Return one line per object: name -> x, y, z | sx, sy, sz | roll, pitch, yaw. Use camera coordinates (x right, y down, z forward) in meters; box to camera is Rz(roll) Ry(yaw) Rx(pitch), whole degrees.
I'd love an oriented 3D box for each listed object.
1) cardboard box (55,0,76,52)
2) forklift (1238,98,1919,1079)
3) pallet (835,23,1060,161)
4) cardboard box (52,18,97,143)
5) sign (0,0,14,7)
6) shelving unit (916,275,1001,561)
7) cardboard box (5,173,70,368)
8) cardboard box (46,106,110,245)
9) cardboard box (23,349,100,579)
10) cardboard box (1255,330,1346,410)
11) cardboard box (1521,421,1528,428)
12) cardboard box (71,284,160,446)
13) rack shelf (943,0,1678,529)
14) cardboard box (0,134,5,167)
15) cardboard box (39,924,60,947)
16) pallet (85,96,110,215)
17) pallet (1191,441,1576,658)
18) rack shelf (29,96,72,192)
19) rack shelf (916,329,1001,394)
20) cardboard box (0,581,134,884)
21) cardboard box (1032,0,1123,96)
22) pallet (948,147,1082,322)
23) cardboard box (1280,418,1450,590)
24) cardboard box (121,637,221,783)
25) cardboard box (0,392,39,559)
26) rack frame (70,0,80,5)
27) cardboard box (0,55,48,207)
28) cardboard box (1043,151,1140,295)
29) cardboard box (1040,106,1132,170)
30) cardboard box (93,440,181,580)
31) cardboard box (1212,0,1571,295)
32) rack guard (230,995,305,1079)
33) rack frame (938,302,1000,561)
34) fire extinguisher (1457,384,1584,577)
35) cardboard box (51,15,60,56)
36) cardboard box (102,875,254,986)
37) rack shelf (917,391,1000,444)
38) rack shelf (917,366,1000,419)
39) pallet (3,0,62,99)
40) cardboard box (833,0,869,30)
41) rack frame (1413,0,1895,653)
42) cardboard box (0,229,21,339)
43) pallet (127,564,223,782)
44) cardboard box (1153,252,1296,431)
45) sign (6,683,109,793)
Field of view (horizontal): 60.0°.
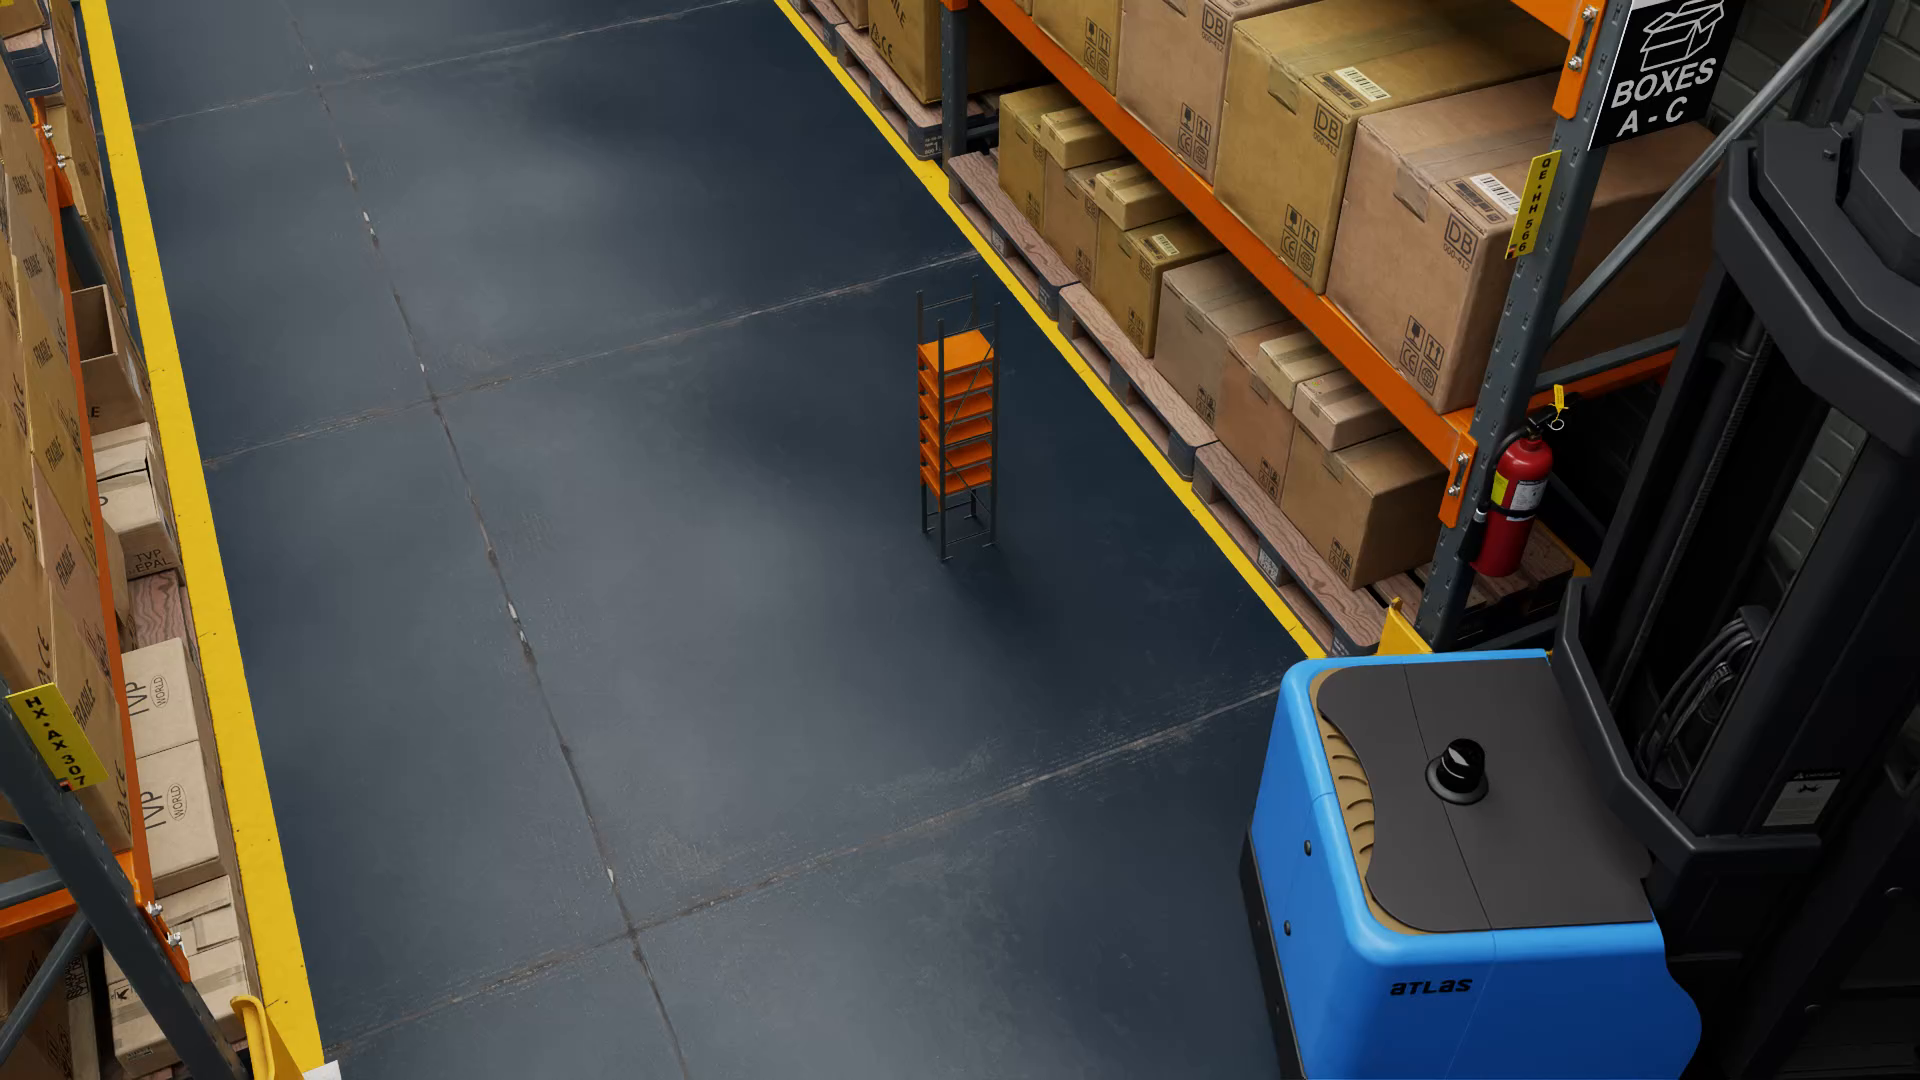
cardboard box -> -5.183, -2.942, 9.062 | 0.500, 0.500, 0.500 | -16, 47, -16
forklift -> 2.464, 0.348, 4.310 | 3.031, 2.935, 1.130 | -2, 45, -2
pallet -> -0.008, -2.595, 9.229 | 1.003, 0.211, 1.213 | -18, 47, -17
cardboard box -> -4.740, -2.279, 8.391 | 0.500, 0.500, 0.500 | -20, 48, -19
sign -> -3.619, -2.126, 6.152 | 0.100, 0.325, 0.005 | -18, 47, -17
shelving unit -> -0.006, -0.436, 6.338 | 0.258, 1.200, 0.189 | -18, 47, -17
cardboard box -> -3.229, -0.790, 5.344 | 0.500, 0.500, 0.500 | -17, 47, -17
cardboard box -> -4.324, -1.636, 7.739 | 0.500, 0.500, 0.500 | -17, 47, -17
cardboard box -> -2.803, -0.148, 4.693 | 0.500, 0.500, 0.500 | -18, 47, -18
cardboard box -> 1.355, -0.666, 6.309 | 0.380, 0.149, 0.250 | -17, 47, -16
cardboard box -> 1.916, -0.455, 6.095 | 0.380, 0.149, 0.250 | -18, 47, -17
cardboard box -> -3.611, -0.640, 6.729 | 0.500, 0.500, 0.500 | -18, 47, -17
rack shelf -> 1.226, -1.587, 6.735 | 1.077, 0.370, 4.000 | -18, 47, -17
cardboard box -> -3.442, -1.472, 5.324 | 0.500, 0.500, 0.500 | -19, 48, -18
cardboard box -> -2.967, 1.190, 5.112 | 0.380, 0.166, 0.250 | -18, 47, -17
pallet -> -5.001, -1.945, 8.571 | 1.003, 0.211, 1.213 | -18, 47, -17
pallet -> 1.660, -0.062, 6.663 | 1.003, 0.211, 1.213 | -18, 47, -17
rack shelf -> -4.949, -2.671, 7.833 | 1.077, 0.370, 4.000 | -18, 47, -17
rack shelf -> -0.006, -0.661, 6.116 | 0.258, 0.103, 0.180 | -18, 47, -17
cardboard box -> -2.373, 0.500, 4.036 | 0.500, 0.500, 0.500 | -17, 47, -17
cardboard box -> 0.901, -2.407, 6.840 | 0.980, 0.700, 0.700 | -19, 48, -18
pallet -> 0.634, -1.617, 8.239 | 1.003, 0.211, 1.213 | -18, 47, -17
cardboard box -> 1.682, -0.245, 6.343 | 0.700, 0.500, 0.500 | -18, 47, -17
cardboard box -> -2.817, 0.651, 5.599 | 0.500, 0.250, 0.500 | -18, 47, -17
cardboard box -> -2.600, -0.186, 4.020 | 0.500, 0.500, 0.500 | -18, 47, -17
rack frame -> -5.790, -4.201, 8.872 | 1.000, 3.000, 0.127 | -18, 47, -17
cardboard box -> -3.665, -1.445, 6.008 | 0.500, 0.500, 0.500 | -17, 47, -17
cardboard box -> 0.815, -1.549, 7.665 | 0.700, 0.500, 0.500 | -18, 48, -18
cardboard box -> 0.585, -1.829, 7.487 | 0.380, 0.149, 0.250 | -17, 47, -16
cardboard box -> -3.295, -0.095, 6.311 | 0.500, 0.311, 0.500 | -18, 47, -17
cardboard box -> 1.528, -1.458, 5.878 | 0.980, 0.700, 0.700 | -18, 48, -18
rack guard -> -2.458, 1.738, 4.633 | 1.175, 0.500, 0.348 | -18, 47, -17
rack frame -> 0.032, -0.378, 6.279 | 0.240, 1.200, 0.006 | -18, 47, -17
fire extinguisher -> 1.712, -0.176, 5.113 | 0.296, 0.674, 0.183 | -18, 47, -17
cardboard box -> -4.722, -2.523, 8.104 | 0.500, 0.250, 0.500 | -19, 48, -18
cardboard box -> -2.395, 1.221, 5.081 | 0.380, 0.166, 0.250 | -18, 47, -17
rack shelf -> -0.006, -0.490, 6.285 | 0.258, 0.103, 0.180 | -18, 47, -17
rack shelf -> -0.006, -0.576, 6.201 | 0.258, 0.103, 0.180 | -18, 47, -17
pallet -> -4.345, -2.126, 6.905 | 1.003, 0.211, 1.213 | -18, 47, -17
cardboard box -> -0.382, -3.443, 9.336 | 0.750, 0.750, 0.750 | -17, 47, -16
rack frame -> 2.067, -0.569, 5.191 | 1.000, 3.000, 0.127 | -18, 47, -17
cardboard box -> -3.020, -0.830, 4.673 | 0.500, 0.500, 0.500 | -18, 48, -18
pallet -> -3.303, 0.557, 6.036 | 1.003, 0.211, 1.213 | -18, 47, -17
cardboard box -> 1.260, -0.884, 6.991 | 0.700, 0.500, 0.500 | -19, 48, -19
sign -> -1.933, 0.428, 3.564 | 0.100, 0.325, 0.005 | -18, 47, -17
